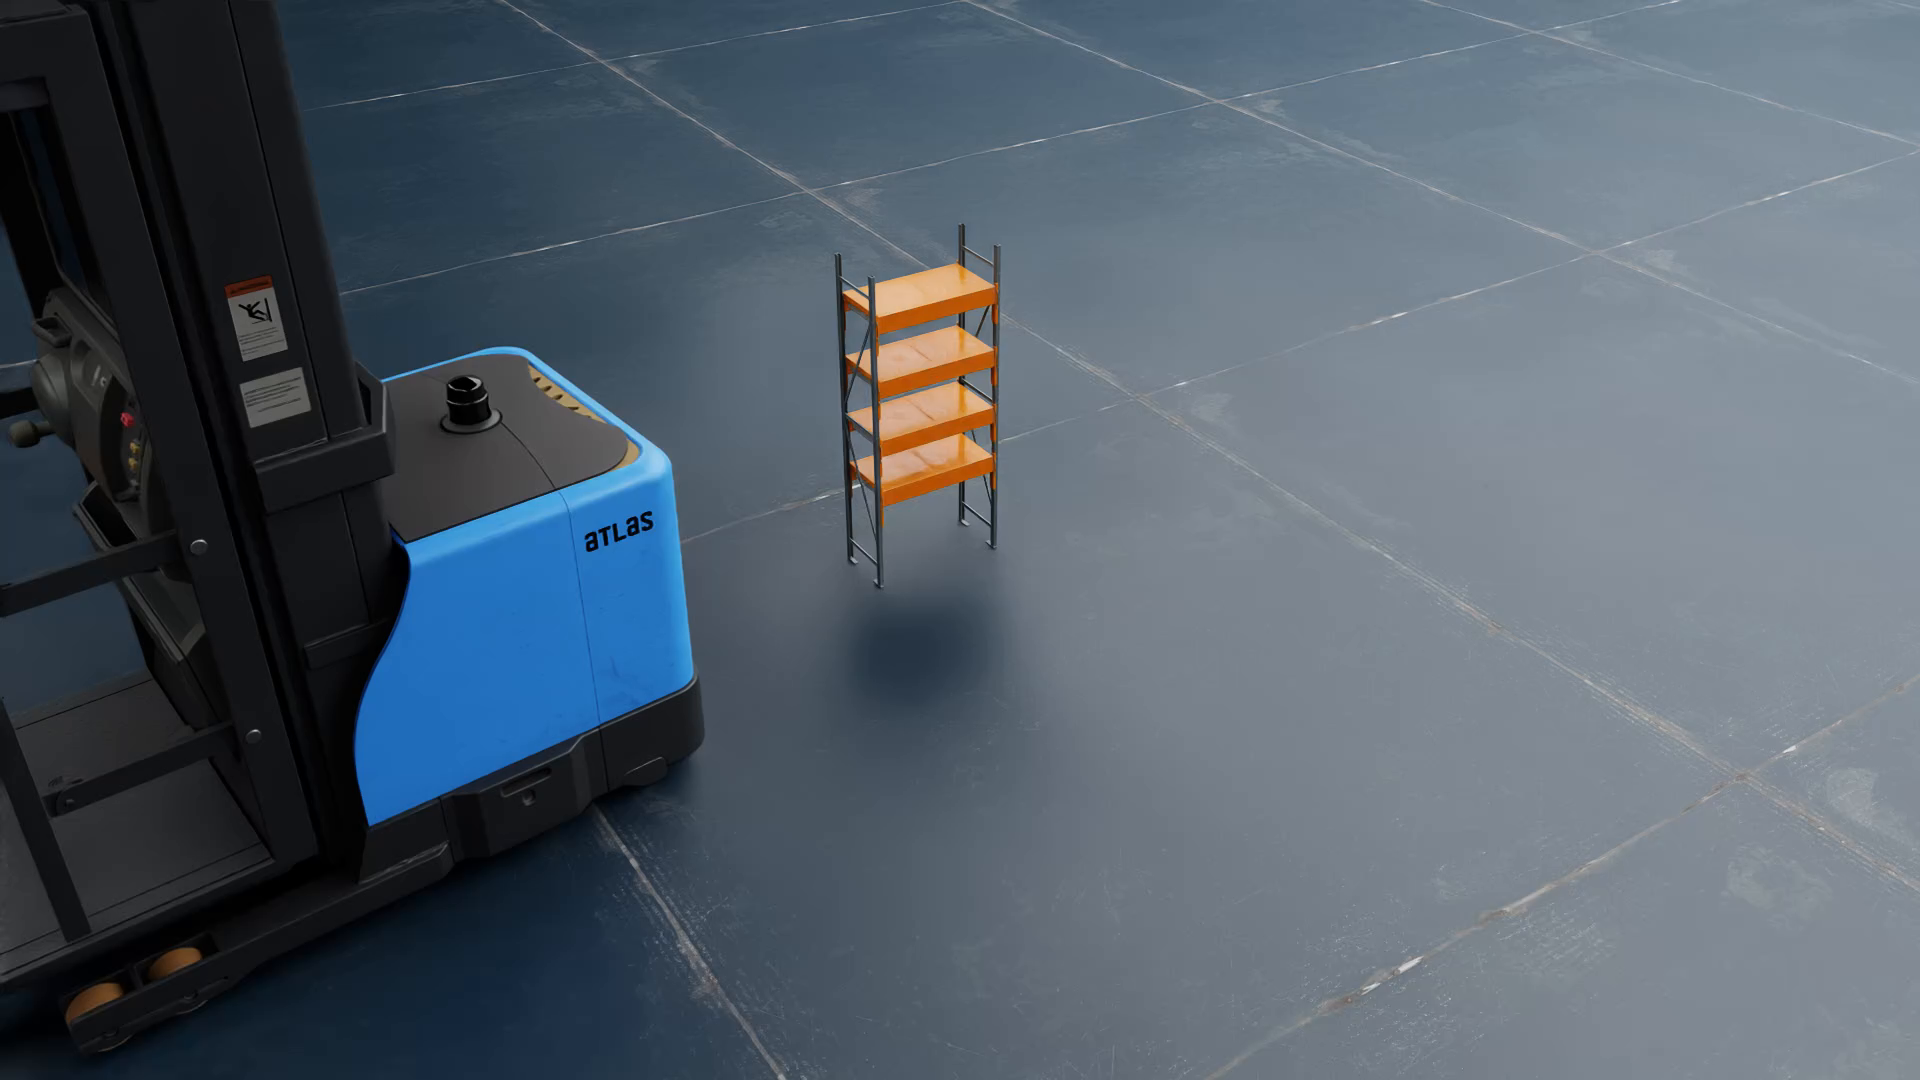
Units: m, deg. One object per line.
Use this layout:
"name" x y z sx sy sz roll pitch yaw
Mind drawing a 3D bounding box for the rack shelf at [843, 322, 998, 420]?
"rack shelf" -0.139 -0.592 5.771 0.480 0.148 0.258 -19 37 -27

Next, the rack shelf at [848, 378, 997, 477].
"rack shelf" -0.139 -0.403 5.890 0.480 0.148 0.258 -19 37 -27

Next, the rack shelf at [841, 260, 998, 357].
"rack shelf" -0.139 -0.792 5.644 0.480 0.148 0.258 -19 37 -27

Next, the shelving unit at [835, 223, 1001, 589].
"shelving unit" -0.139 -0.460 5.854 0.503 1.200 0.258 -19 37 -27

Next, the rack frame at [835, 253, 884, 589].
"rack frame" -0.344 -0.389 5.742 0.015 1.200 0.240 -19 37 -27

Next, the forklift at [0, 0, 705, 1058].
"forklift" -2.254 -0.269 3.929 3.031 2.935 1.130 -23 39 -32

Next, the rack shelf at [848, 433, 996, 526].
"rack shelf" -0.139 -0.235 5.996 0.480 0.148 0.258 -19 37 -27

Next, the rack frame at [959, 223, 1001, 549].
"rack frame" 0.066 -0.530 5.966 0.015 1.200 0.240 -19 37 -27
